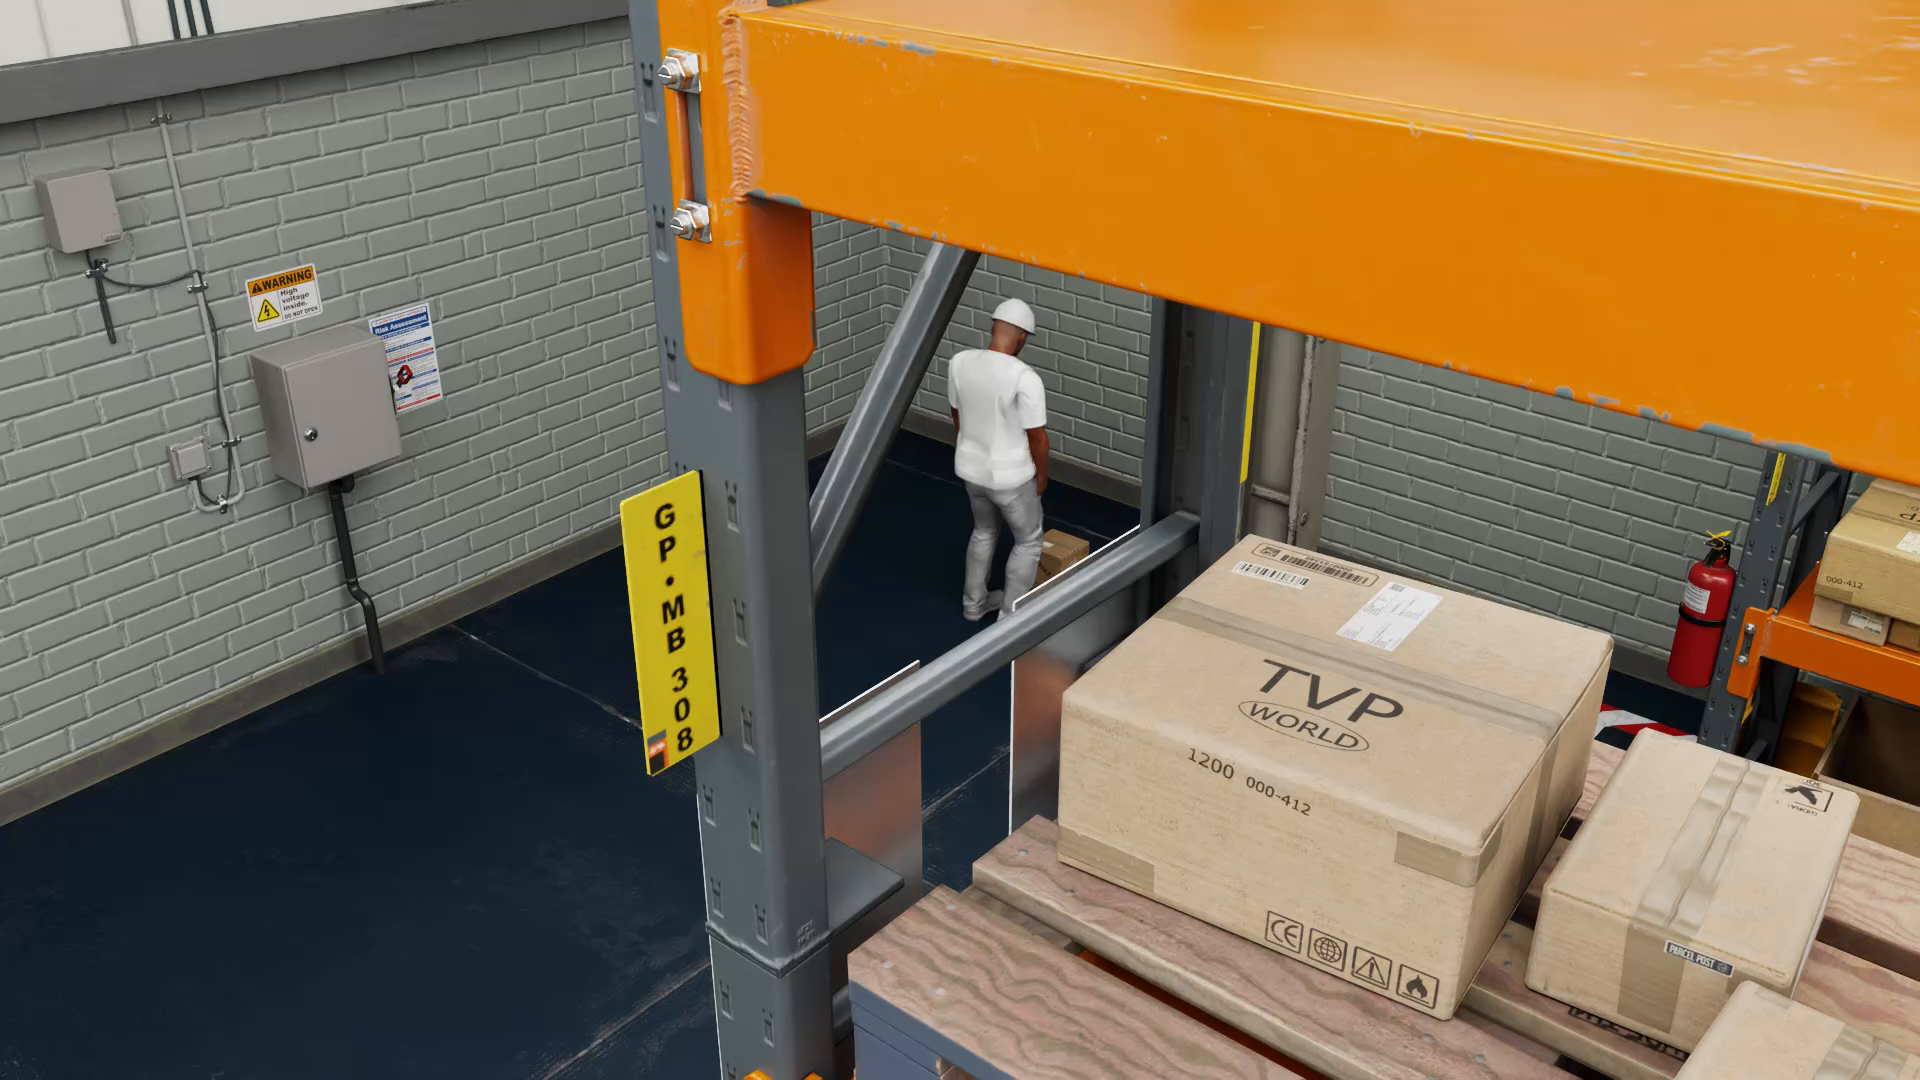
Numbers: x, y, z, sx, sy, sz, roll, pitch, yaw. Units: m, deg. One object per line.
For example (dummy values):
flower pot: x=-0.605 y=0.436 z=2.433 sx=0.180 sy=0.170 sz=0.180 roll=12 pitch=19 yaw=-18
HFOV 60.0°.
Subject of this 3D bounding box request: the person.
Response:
person: x=0.204 y=-0.366 z=8.361 sx=0.591 sy=1.718 sz=0.453 roll=22 pitch=34 yaw=36
